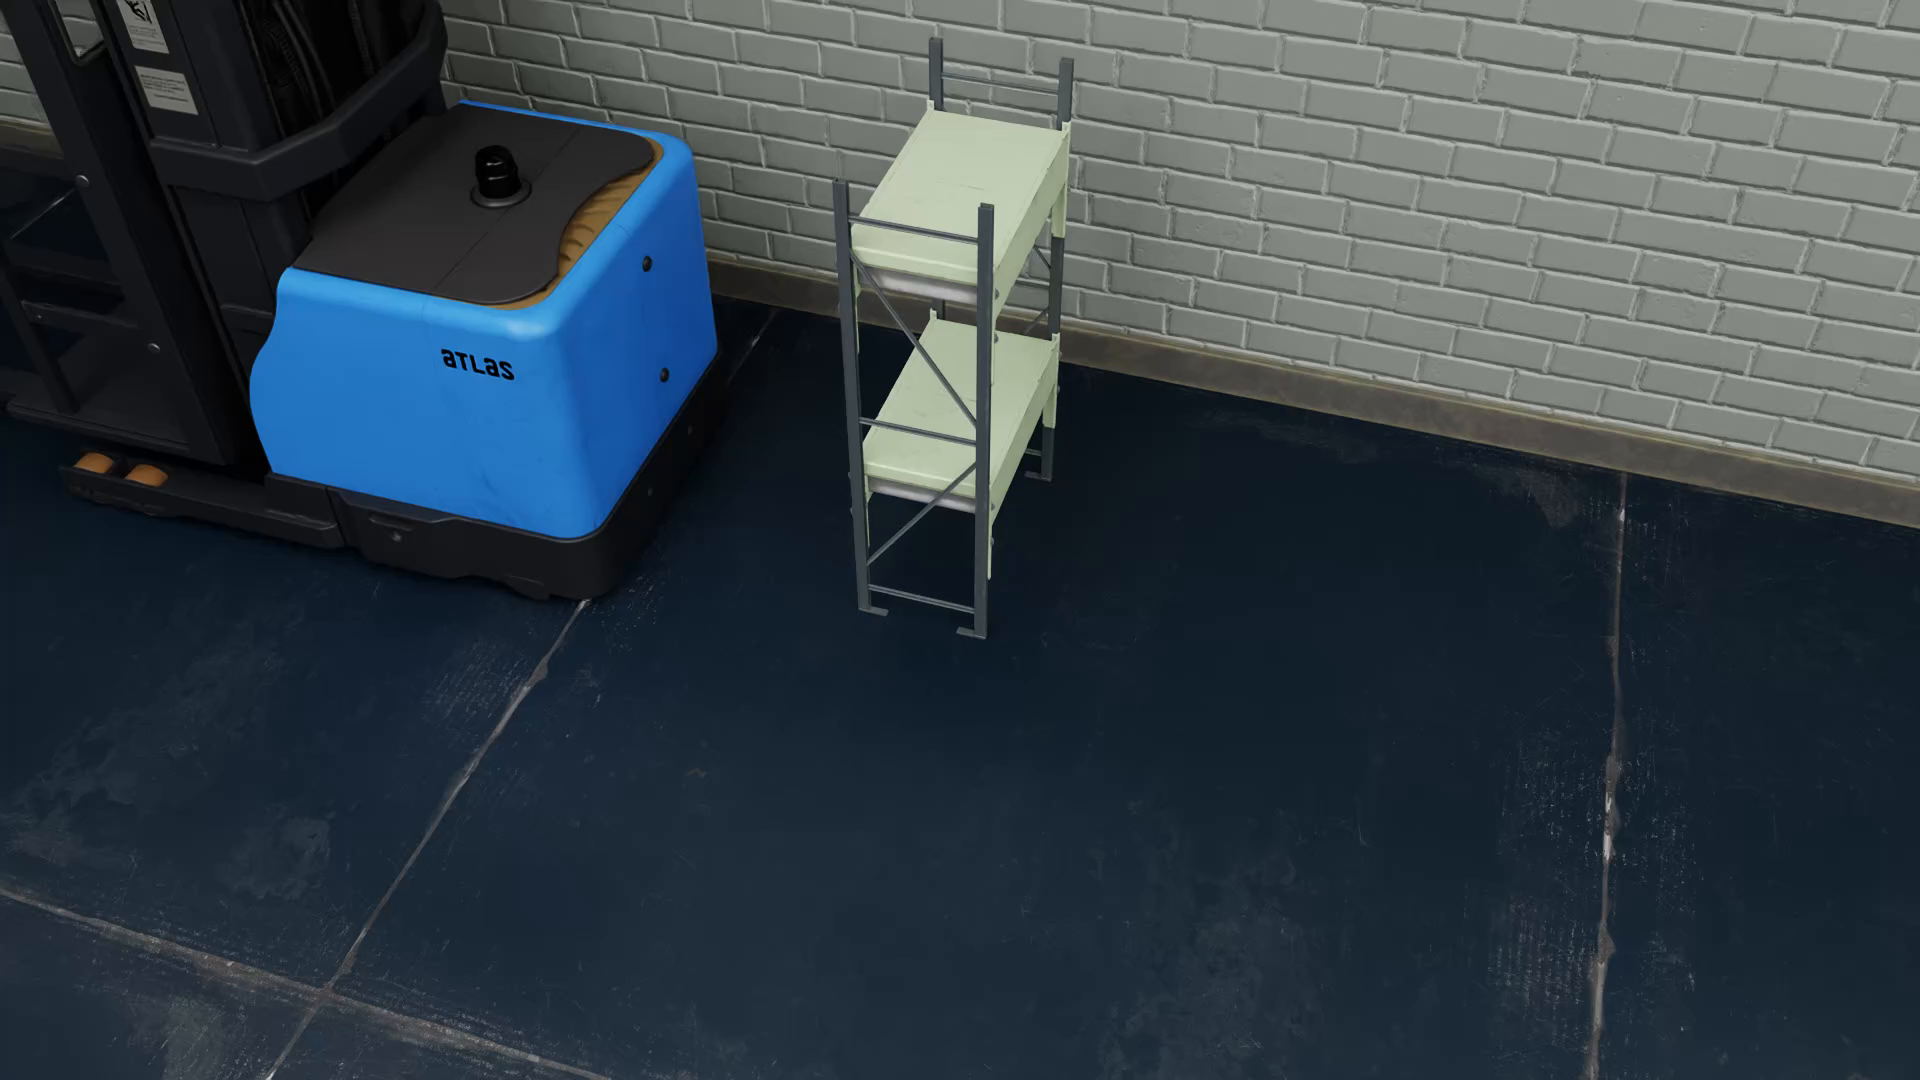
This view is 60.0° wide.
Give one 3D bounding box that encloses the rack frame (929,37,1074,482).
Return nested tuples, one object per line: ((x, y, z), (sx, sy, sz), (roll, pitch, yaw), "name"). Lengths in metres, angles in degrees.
((0.109, -0.776, 4.970), (0.400, 1.500, 0.023), (13, 46, 12), "rack frame")

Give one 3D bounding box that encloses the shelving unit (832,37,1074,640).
((-0.002, -0.532, 4.721), (0.431, 1.500, 0.755), (13, 46, 12), "shelving unit")

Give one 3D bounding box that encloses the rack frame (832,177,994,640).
((-0.113, -0.288, 4.472), (0.400, 1.500, 0.023), (13, 46, 12), "rack frame")

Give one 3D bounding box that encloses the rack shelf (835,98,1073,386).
((-0.002, -0.811, 4.448), (0.431, 0.370, 0.720), (13, 46, 12), "rack shelf")

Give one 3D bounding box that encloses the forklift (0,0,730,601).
((-2.353, -1.464, 4.651), (3.031, 2.935, 1.130), (12, 46, 12), "forklift")

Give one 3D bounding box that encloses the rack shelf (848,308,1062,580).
((-0.002, -0.299, 4.949), (0.431, 0.370, 0.720), (13, 46, 12), "rack shelf")
